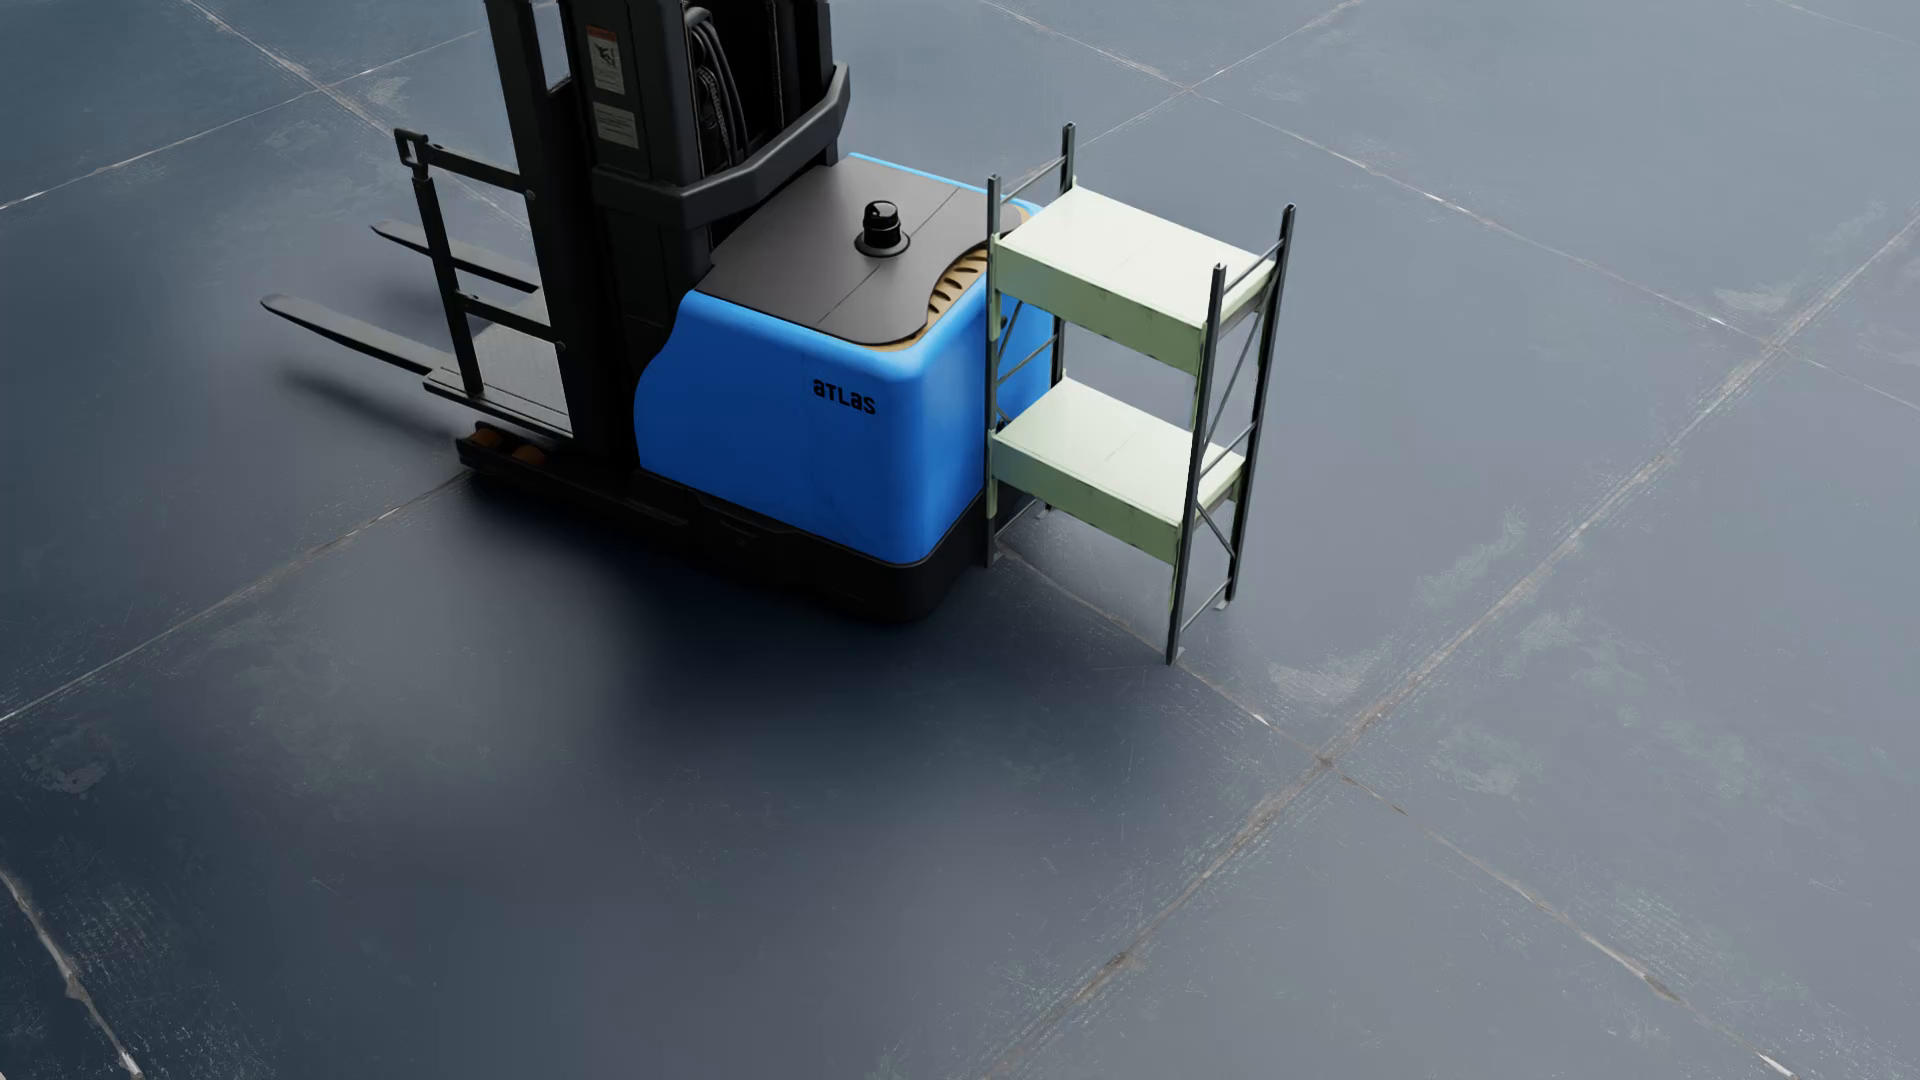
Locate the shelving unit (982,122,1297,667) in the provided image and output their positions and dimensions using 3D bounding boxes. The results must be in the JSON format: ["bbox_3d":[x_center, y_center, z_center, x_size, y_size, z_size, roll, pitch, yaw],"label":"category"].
[{"bbox_3d":[0.497,-0.410,5.089,0.755,1.500,0.431,28,49,27],"label":"shelving unit"}]

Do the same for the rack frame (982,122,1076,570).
[{"bbox_3d":[0.207,-0.562,5.253,0.023,1.500,0.400,28,49,27],"label":"rack frame"}]

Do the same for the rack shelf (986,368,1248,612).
[{"bbox_3d":[0.497,-0.171,5.310,0.720,0.370,0.431,28,49,27],"label":"rack shelf"}]

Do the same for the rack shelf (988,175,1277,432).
[{"bbox_3d":[0.497,-0.697,4.824,0.720,0.370,0.431,28,49,27],"label":"rack shelf"}]

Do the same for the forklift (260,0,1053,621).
[{"bbox_3d":[-1.218,-1.541,5.258,3.031,2.935,1.130,20,46,21],"label":"forklift"}]

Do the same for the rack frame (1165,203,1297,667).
[{"bbox_3d":[0.786,-0.258,4.924,0.023,1.500,0.400,28,49,27],"label":"rack frame"}]
